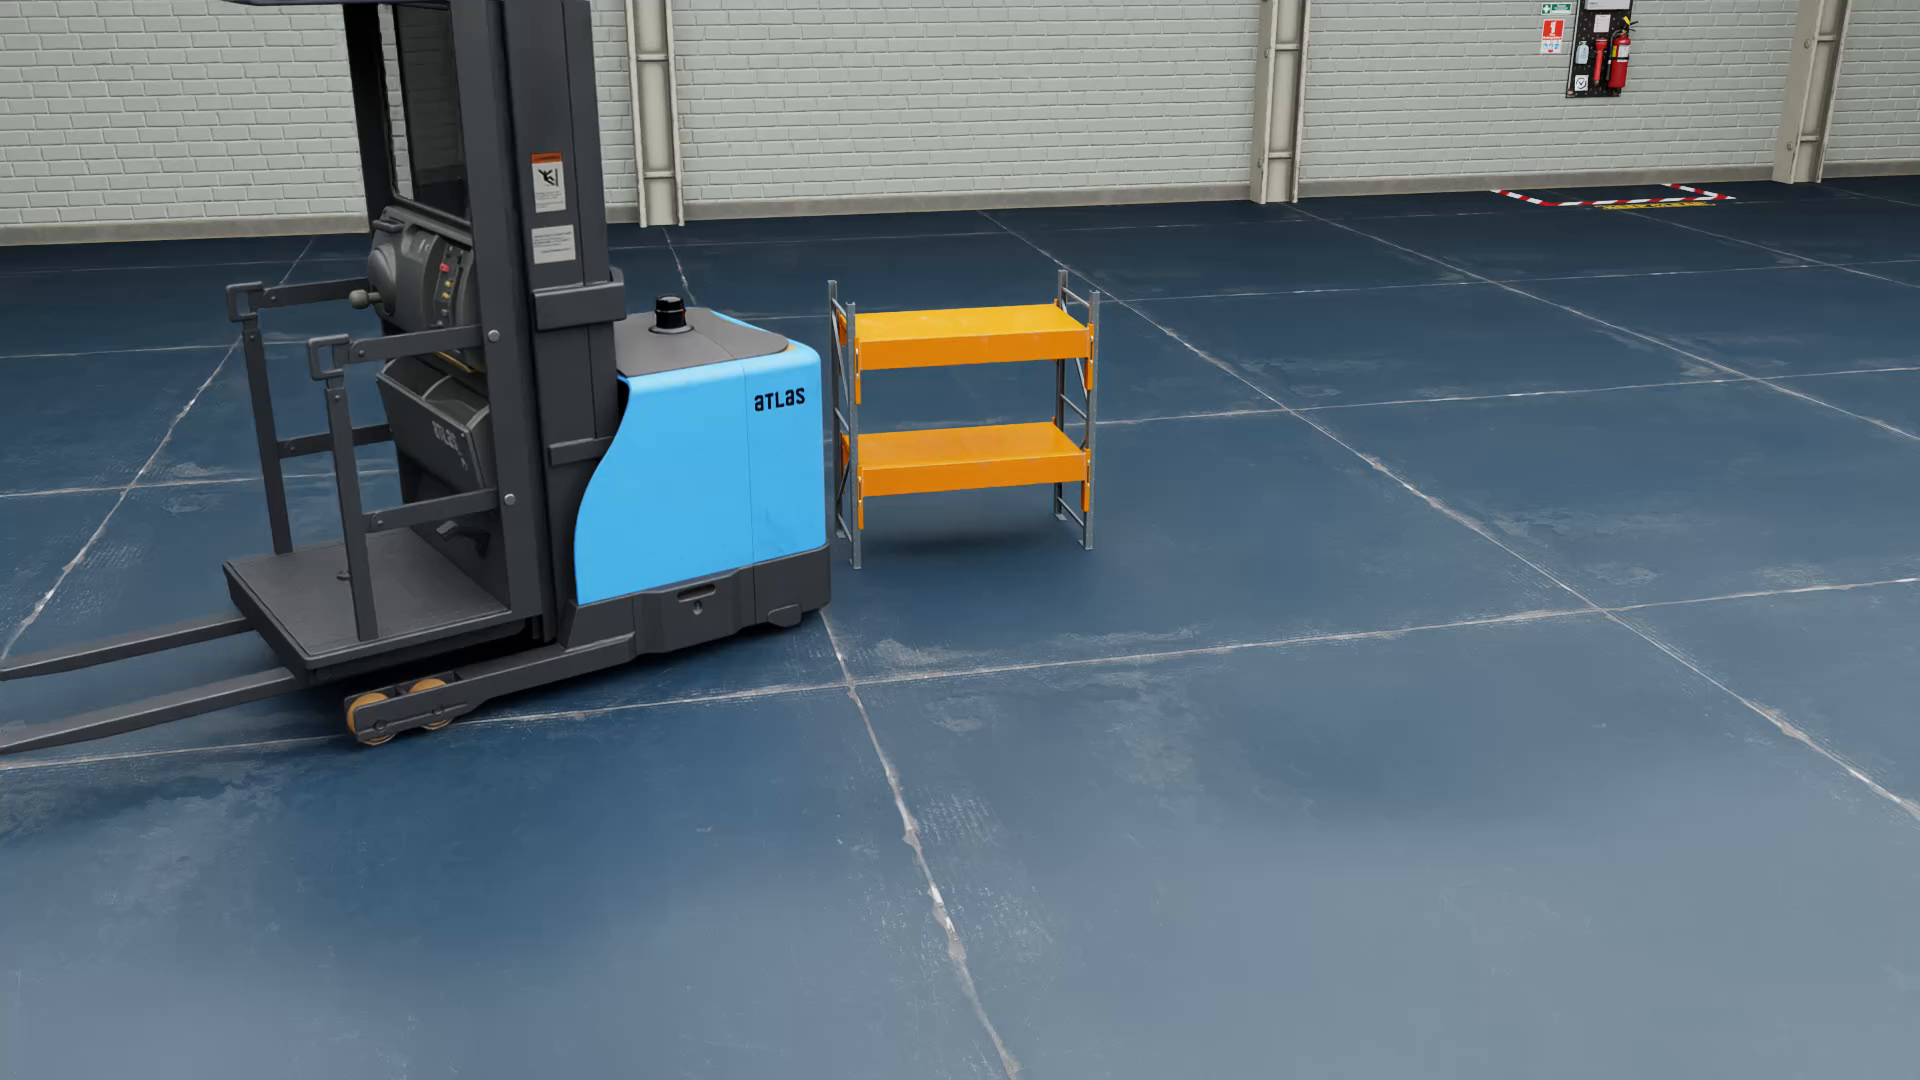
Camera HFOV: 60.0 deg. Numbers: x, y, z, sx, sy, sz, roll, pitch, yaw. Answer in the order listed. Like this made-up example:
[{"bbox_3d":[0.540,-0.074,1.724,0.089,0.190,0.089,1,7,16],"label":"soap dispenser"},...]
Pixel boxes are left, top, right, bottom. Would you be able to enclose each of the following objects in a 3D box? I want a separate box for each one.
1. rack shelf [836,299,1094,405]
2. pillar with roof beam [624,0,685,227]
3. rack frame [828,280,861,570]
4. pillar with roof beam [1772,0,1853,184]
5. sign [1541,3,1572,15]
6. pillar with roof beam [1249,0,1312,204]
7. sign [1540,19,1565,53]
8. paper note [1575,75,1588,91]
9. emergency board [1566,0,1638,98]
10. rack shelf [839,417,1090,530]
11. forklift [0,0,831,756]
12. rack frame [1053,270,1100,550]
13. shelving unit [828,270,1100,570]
[{"bbox_3d":[0.007,-0.804,7.022,1.000,0.278,0.538,-5,21,-12],"label":"rack shelf"},{"bbox_3d":[-1.741,-5.680,9.737,0.400,9.000,9.100,-5,21,-12],"label":"pillar with roof beam"},{"bbox_3d":[-0.488,-0.488,7.013,0.032,1.125,0.500,-5,21,-12],"label":"rack frame"},{"bbox_3d":[9.937,-6.629,12.329,0.400,9.000,9.100,-5,21,-12],"label":"pillar with roof beam"},{"bbox_3d":[5.978,-5.324,16.666,0.331,0.109,0.001,-5,21,-12],"label":"sign"},{"bbox_3d":[4.098,-6.154,11.033,0.400,9.000,9.100,-5,21,-12],"label":"pillar with roof beam"},{"bbox_3d":[5.971,-5.078,16.765,0.234,0.329,0.001,-5,21,-12],"label":"sign"},{"bbox_3d":[6.345,-4.666,16.972,0.142,0.148,0.016,-5,21,-12],"label":"paper note"},{"bbox_3d":[6.533,-5.071,16.796,0.643,1.169,0.194,-5,21,-12],"label":"emergency board"},{"bbox_3d":[0.007,-0.299,7.207,1.000,0.278,0.538,-5,21,-12],"label":"rack shelf"},{"bbox_3d":[-1.993,-0.908,5.531,3.031,2.935,1.130,-14,24,-33],"label":"forklift"},{"bbox_3d":[0.501,-0.569,7.232,0.032,1.125,0.500,-5,21,-12],"label":"rack frame"},{"bbox_3d":[0.007,-0.529,7.123,1.048,1.125,0.538,-5,21,-12],"label":"shelving unit"}]
